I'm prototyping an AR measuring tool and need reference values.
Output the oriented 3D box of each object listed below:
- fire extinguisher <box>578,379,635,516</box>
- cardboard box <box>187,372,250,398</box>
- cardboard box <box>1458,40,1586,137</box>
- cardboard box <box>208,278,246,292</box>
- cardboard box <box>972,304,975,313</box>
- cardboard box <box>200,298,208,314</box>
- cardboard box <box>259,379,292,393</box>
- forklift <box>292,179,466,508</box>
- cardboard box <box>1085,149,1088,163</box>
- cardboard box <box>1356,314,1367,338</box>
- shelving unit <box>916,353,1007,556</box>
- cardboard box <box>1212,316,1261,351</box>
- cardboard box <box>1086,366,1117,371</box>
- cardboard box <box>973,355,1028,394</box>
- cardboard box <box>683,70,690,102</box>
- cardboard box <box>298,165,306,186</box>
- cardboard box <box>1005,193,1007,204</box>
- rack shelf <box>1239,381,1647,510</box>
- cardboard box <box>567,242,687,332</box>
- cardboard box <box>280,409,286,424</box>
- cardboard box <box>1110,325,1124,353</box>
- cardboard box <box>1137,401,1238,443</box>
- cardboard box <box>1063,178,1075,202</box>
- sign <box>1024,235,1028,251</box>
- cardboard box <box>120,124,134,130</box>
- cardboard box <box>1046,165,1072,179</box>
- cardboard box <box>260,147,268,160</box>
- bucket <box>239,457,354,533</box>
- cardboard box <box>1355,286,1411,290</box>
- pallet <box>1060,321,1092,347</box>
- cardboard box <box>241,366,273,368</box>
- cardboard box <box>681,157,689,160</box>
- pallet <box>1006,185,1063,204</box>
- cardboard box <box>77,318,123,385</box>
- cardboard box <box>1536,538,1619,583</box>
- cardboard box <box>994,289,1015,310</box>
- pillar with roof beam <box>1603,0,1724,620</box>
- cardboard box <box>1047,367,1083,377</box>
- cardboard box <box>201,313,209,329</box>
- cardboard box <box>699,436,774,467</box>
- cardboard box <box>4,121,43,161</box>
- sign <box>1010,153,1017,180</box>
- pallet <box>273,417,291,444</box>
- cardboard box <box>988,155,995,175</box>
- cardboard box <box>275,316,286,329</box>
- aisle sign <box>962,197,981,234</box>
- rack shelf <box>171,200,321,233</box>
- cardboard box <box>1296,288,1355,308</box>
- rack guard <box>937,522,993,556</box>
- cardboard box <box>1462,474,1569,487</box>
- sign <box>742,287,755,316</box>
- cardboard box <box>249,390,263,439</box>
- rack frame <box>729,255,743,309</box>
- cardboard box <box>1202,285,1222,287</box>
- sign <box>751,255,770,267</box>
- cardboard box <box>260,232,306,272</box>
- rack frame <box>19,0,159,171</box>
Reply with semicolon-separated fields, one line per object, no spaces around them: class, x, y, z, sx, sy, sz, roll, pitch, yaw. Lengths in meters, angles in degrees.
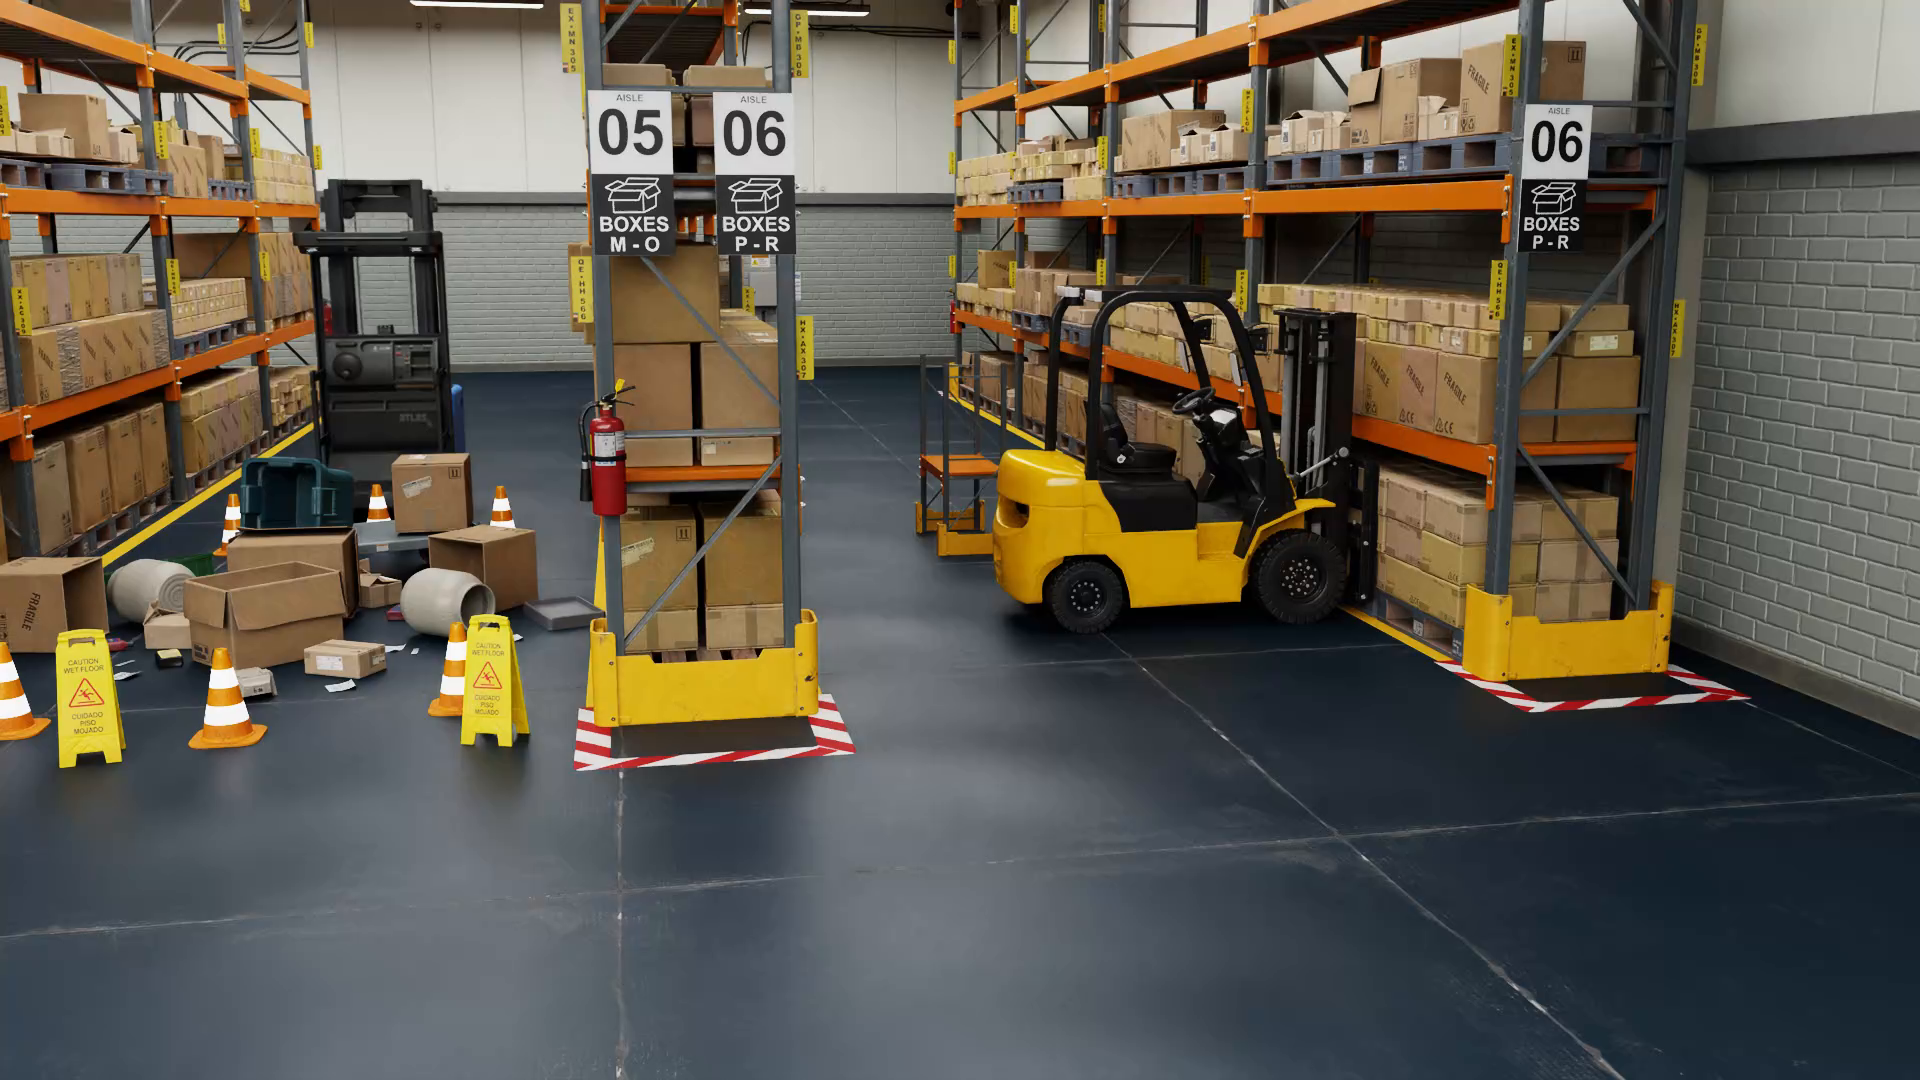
fire extinguisher;-1.765;-0.466;8.329;0.296;0.674;0.183;-2;11;-11
cardboard box;-8.025;-1.669;17.998;0.500;0.250;0.500;-2;11;-8
cardboard box;3.208;-2.573;9.514;0.500;0.500;0.500;-2;11;-9
cardboard box;-8.236;-2.853;18.620;0.380;0.149;0.250;-2;11;-8
cardboard box;0.385;-3.323;23.806;0.380;0.149;0.250;-2;11;-9
cardboard box;-7.876;-2.372;16.887;0.380;0.149;0.250;-2;11;-12
cardboard box;-8.504;-1.907;20.603;0.380;0.149;0.250;-2;11;-10
forklift;-4.933;-1.573;14.122;1.130;2.935;3.031;-2;11;-10
cardboard box;1.563;-4.132;17.898;0.380;0.149;0.250;-2;11;-12
cardboard box;2.840;-1.472;11.406;0.380;0.149;0.250;-2;11;-12
shelving unit;0.015;-0.723;13.483;0.587;1.500;1.083;-2;11;-11
cardboard box;2.408;-1.709;13.718;0.500;0.250;0.500;-2;11;-12
cardboard box;1.741;-2.025;20.143;0.380;0.149;0.250;-3;11;-14
cardboard box;0.575;-2.362;23.646;0.700;0.500;0.500;-2;11;-9
cardboard box;-1.269;-2.402;8.810;0.380;0.149;0.250;-2;11;-11
cardboard box;-8.843;-4.754;21.694;0.500;0.250;0.500;-2;11;-13
cardboard box;0.795;-4.374;21.305;0.380;0.149;0.250;-2;11;-11
rack shelf;3.144;-0.736;11.467;1.077;0.370;4.000;-2;11;-11
cardboard box;-1.940;-1.497;9.801;0.700;0.500;0.500;-2;11;-12
cardboard box;-8.313;-1.477;19.936;0.380;0.149;0.250;-2;11;-9
cardboard box;1.823;-2.026;16.721;0.500;0.250;0.500;-2;11;-11
cardboard box;2.219;-0.995;16.132;0.875;0.625;0.625;-2;11;-9
cardboard box;1.443;-3.859;18.329;0.500;0.250;0.500;-2;11;-11
sign;0.969;-4.398;24.839;0.100;0.325;0.005;-2;11;-11
cardboard box;-8.331;-4.009;16.400;0.396;0.266;0.258;-2;11;-11
cardboard box;1.191;-4.179;18.890;0.380;0.149;0.250;-2;11;-10
cardboard box;-8.455;-4.592;19.775;0.380;0.149;0.250;-2;11;-13
bucket;-4.661;-0.274;11.805;0.726;0.611;0.620;2;1;9
cardboard box;3.186;-1.827;12.477;0.380;0.149;0.250;-2;11;-12
pallet;1.776;-2.218;17.839;1.213;0.211;1.003;-2;11;-11
cardboard box;-9.515;-2.267;22.497;0.380;0.149;0.250;-3;11;-14
cardboard box;-1.465;-2.471;10.239;0.500;0.250;0.500;-2;11;-10
pallet;1.257;-4.183;20.131;1.213;0.211;1.003;-2;11;-11
cardboard box;-7.080;-1.510;13.338;0.500;0.500;0.500;-2;11;-10
cardboard box;3.645;0.082;10.136;0.500;0.250;0.500;-2;11;-10
cardboard box;0.748;-3.172;21.946;0.500;0.250;0.500;-2;11;-11
pillar with roof beam;0.059;-3.674;8.932;9.100;9.000;0.400;-2;11;-11
cardboard box;1.265;-2.001;20.014;0.380;0.149;0.250;-2;11;-12
cardboard box;-7.876;-2.226;16.917;0.380;0.149;0.250;-2;11;-10
cardboard box;-1.198;-0.488;8.911;0.380;0.149;0.250;-2;11;-11
cardboard box;-7.605;-3.169;13.148;0.500;0.311;0.500;-2;11;-12
sign;0.668;-4.630;20.596;0.100;0.325;0.005;-2;11;-11
pallet;-8.671;-1.296;19.942;1.003;0.211;1.213;-2;11;-11
cardboard box;0.667;-4.985;22.112;0.500;0.250;0.500;-2;11;-10
cardboard box;-8.498;-2.675;20.400;0.380;0.149;0.250;-2;11;-10
aisle sign;0.119;-4.936;24.657;0.394;0.787;0.004;-2;11;-11
rack shelf;-8.894;-4.031;20.754;1.077;0.370;4.000;-2;11;-11
cardboard box;2.673;-1.759;12.119;0.380;0.149;0.250;-2;11;-10
rack guard;0.112;-0.017;13.120;0.587;0.250;0.087;-2;11;-11
cardboard box;3.524;-0.256;10.577;0.500;0.250;0.500;-2;11;-11
sign;-1.583;-1.722;12.405;0.100;0.325;0.005;-2;11;-11
cardboard box;-8.114;-1.396;18.570;0.500;0.500;0.500;-2;11;-12
rack frame;-2.113;-1.275;12.375;1.000;3.000;0.127;-2;11;-11
cardboard box;2.399;-2.462;16.606;0.380;0.149;0.250;-2;11;-10
sign;-3.573;-5.001;29.740;0.339;0.242;0.001;-2;11;-11
cardboard box;-8.742;-3.701;21.383;0.500;0.500;0.500;-2;11;-8
rack frame;-7.727;-4.758;14.625;1.000;3.000;0.127;-2;11;-11
